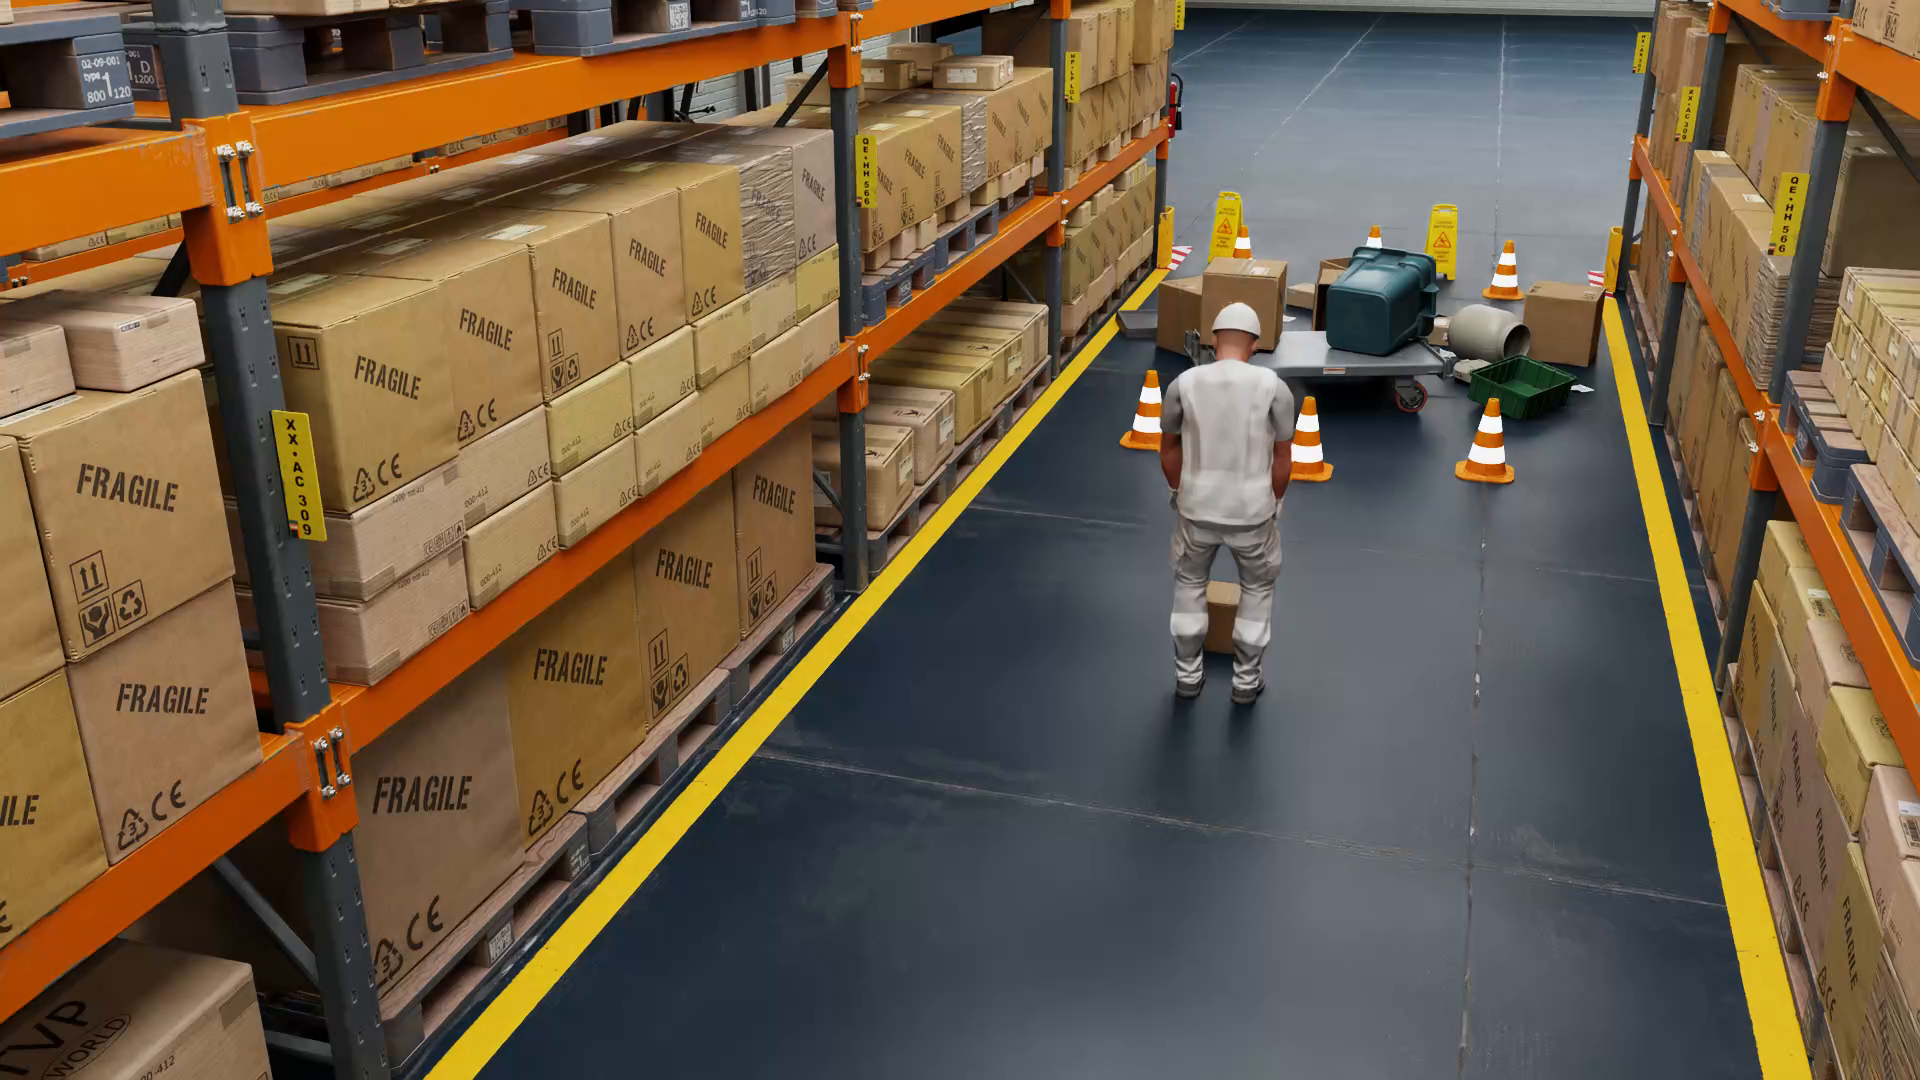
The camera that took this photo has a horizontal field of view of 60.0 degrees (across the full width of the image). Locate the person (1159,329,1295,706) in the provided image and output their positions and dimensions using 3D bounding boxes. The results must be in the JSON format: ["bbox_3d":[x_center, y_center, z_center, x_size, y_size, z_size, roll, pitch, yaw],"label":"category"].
[{"bbox_3d":[15.480,-1.702,11.004,25.168,1.658,17.615,7,23,17],"label":"person"}]
